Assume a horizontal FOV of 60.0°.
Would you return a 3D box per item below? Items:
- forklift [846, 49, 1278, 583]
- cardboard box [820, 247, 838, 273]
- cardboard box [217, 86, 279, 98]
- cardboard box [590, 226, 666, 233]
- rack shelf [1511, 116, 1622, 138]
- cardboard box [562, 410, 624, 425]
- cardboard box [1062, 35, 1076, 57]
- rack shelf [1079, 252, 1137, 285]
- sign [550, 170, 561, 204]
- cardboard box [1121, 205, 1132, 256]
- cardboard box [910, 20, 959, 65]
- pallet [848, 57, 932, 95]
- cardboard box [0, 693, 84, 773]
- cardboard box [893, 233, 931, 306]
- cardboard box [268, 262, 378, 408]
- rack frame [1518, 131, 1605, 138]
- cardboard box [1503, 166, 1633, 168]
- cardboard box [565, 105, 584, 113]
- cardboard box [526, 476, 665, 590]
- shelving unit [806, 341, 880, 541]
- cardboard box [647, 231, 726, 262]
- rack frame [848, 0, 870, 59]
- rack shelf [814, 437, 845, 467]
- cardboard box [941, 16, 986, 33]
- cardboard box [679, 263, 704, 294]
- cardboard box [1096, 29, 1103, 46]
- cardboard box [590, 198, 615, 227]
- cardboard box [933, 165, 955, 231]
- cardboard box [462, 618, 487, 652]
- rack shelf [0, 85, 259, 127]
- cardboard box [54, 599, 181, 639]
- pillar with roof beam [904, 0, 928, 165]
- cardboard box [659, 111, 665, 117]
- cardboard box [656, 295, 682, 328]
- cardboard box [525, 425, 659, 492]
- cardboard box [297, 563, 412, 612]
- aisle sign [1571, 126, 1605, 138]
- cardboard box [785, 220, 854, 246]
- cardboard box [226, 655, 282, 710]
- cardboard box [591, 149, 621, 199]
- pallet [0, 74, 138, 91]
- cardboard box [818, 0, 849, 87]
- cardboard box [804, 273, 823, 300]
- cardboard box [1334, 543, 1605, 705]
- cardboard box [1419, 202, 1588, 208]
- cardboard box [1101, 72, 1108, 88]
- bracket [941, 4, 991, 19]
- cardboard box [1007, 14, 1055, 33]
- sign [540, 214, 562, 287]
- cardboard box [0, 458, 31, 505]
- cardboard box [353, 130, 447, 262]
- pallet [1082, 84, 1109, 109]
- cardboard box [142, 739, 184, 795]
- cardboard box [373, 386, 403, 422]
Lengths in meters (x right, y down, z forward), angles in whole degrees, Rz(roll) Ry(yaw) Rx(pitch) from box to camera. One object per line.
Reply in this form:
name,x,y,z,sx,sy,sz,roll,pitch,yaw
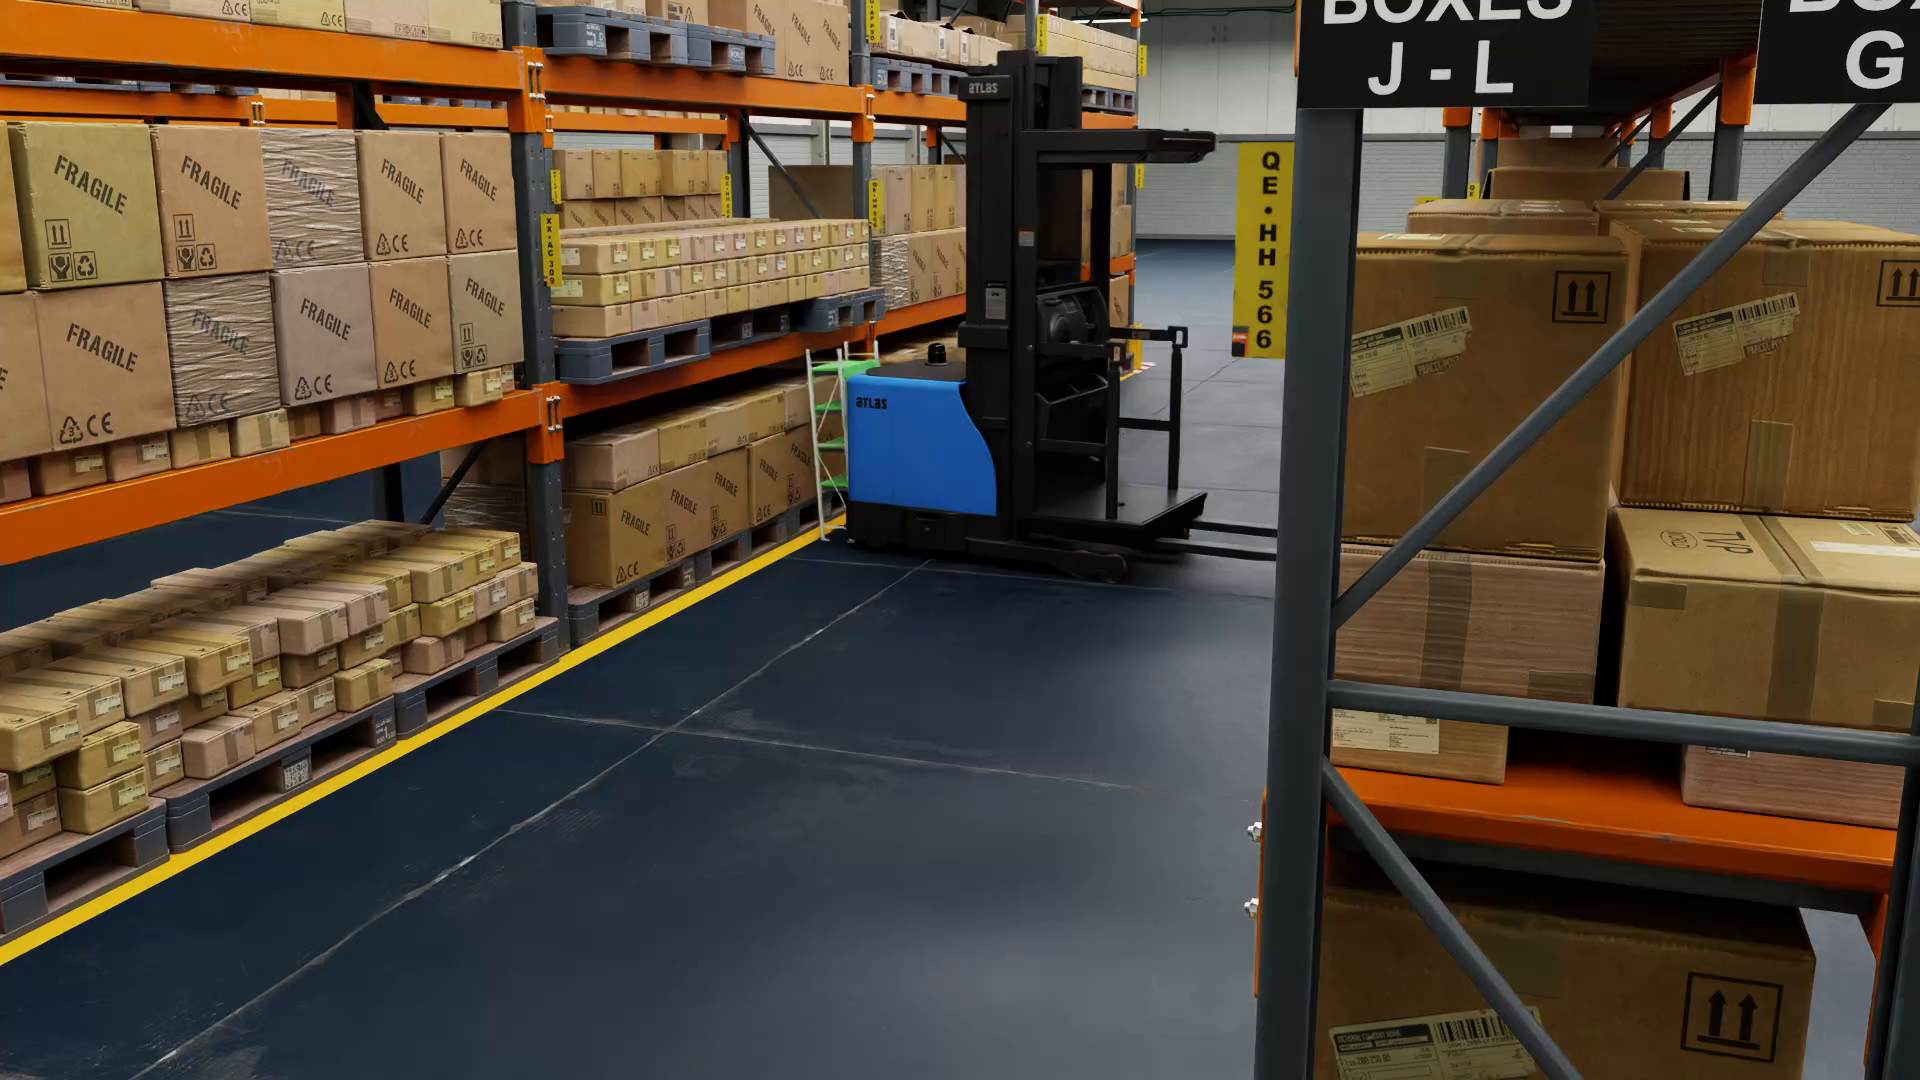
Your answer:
forklift,0.847,-1.320,9.686,3.031,2.935,1.130,7,14,27
cardboard box,-0.989,-1.760,10.409,0.380,0.149,0.250,5,14,20
cardboard box,-5.546,-3.510,12.950,0.380,0.149,0.250,4,14,18
cardboard box,-1.933,-1.741,9.659,0.380,0.149,0.250,4,14,18
rack shelf,5.509,-3.778,15.174,1.077,0.370,4.000,4,14,18
cardboard box,-2.206,-0.573,9.246,0.500,0.250,0.500,5,14,21
cardboard box,0.787,-4.600,15.661,0.500,0.250,0.500,4,14,18
rack shelf,0.849,-2.694,17.166,1.077,0.370,4.000,4,14,18
sign,-3.988,-3.484,16.408,0.100,0.325,0.005,4,14,18
cardboard box,1.419,-3.457,18.557,0.875,0.550,0.550,4,14,18
cardboard box,-0.322,-3.804,12.703,0.500,0.311,0.500,4,13,17
pallet,-0.934,-3.291,11.849,1.213,0.211,1.003,5,14,21
cardboard box,-3.012,0.602,5.236,0.380,0.149,0.250,4,14,18
cardboard box,-0.530,-2.012,12.339,0.500,0.500,0.500,4,14,18
cardboard box,-2.607,-0.797,6.344,0.500,0.500,0.500,4,14,18
rack frame,6.157,-3.087,17.273,1.000,3.000,0.127,4,14,18
cardboard box,3.316,-1.788,9.101,0.797,0.503,0.637,5,14,20
cardboard box,-4.042,-4.397,16.837,0.380,0.149,0.250,4,14,18
cardboard box,-1.897,-0.062,8.690,0.500,0.500,0.500,5,14,21
shelving unit,-0.700,-0.635,10.537,0.258,1.200,0.503,2,12,25
cardboard box,-1.489,-1.580,8.955,0.380,0.149,0.250,4,14,18
rack frame,-1.092,-4.706,10.883,1.000,3.000,0.127,4,14,18
rack shelf,-0.696,-0.573,10.549,0.258,0.148,0.480,2,12,25
cardboard box,0.019,-4.706,15.226,0.380,0.149,0.250,4,14,18
cardboard box,-1.575,-1.380,8.745,0.380,0.149,0.250,4,13,16
cardboard box,1.215,-5.031,16.654,0.380,0.149,0.250,4,14,19
cardboard box,-3.968,-3.332,17.453,0.500,0.500,0.500,4,14,18
cardboard box,-0.446,-2.734,13.252,0.700,0.500,0.500,4,14,18
cardboard box,-2.354,0.402,7.449,0.380,0.149,0.250,5,14,20
rack shelf,-6.456,-2.807,10.920,1.077,0.370,4.000,4,14,18
cardboard box,-3.224,0.341,6.379,0.380,0.149,0.250,4,14,19
pillar with roof beam,2.842,-11.744,41.717,9.100,9.000,0.548,4,14,18
cardboard box,-3.512,-4.778,18.503,0.380,0.149,0.250,4,13,17
cardboard box,-1.655,-1.182,8.547,0.380,0.149,0.250,4,14,19
cardboard box,-1.897,-0.427,8.607,0.500,0.250,0.500,4,13,16
cardboard box,-2.532,0.208,6.960,0.380,0.149,0.250,5,14,20
aisle sign,6.461,-4.346,16.946,0.394,0.787,0.004,4,14,18
cardboard box,-0.901,-1.965,10.638,0.380,0.149,0.250,4,14,18
cardboard box,-2.804,0.515,6.286,0.380,0.149,0.250,5,14,21
cardboard box,-3.981,-3.823,17.355,0.700,0.500,0.500,4,14,19
pallet,-6.326,-3.112,11.063,1.003,0.211,1.213,5,14,21
cardboard box,-1.037,-3.154,10.599,0.500,0.500,0.500,4,14,18
cardboard box,-1.066,-1.568,10.237,0.380,0.149,0.250,4,14,18
cardboard box,0.885,0.089,3.028,0.500,0.250,0.500,4,13,17
cardboard box,1.710,-0.813,5.290,0.500,0.500,0.500,4,14,18
cardboard box,1.298,-4.697,16.982,0.380,0.149,0.250,4,14,19
bracket,0.078,-14.416,45.338,0.076,0.066,4.783,4,14,18
cardboard box,0.641,-4.658,15.017,0.380,0.149,0.250,4,14,19
sign,-1.871,-1.324,7.600,0.100,0.325,0.005,4,14,18
cardboard box,-3.131,-0.193,5.156,0.380,0.149,0.250,5,14,21
cardboard box,-2.445,-1.393,6.708,0.500,0.500,0.500,4,13,17
pallet,0.873,-4.470,16.790,1.003,0.211,1.213,4,14,18
cardboard box,-2.949,0.781,5.789,0.380,0.149,0.250,4,14,19
cardboard box,-2.529,-0.576,6.836,0.380,0.149,0.250,4,13,17
